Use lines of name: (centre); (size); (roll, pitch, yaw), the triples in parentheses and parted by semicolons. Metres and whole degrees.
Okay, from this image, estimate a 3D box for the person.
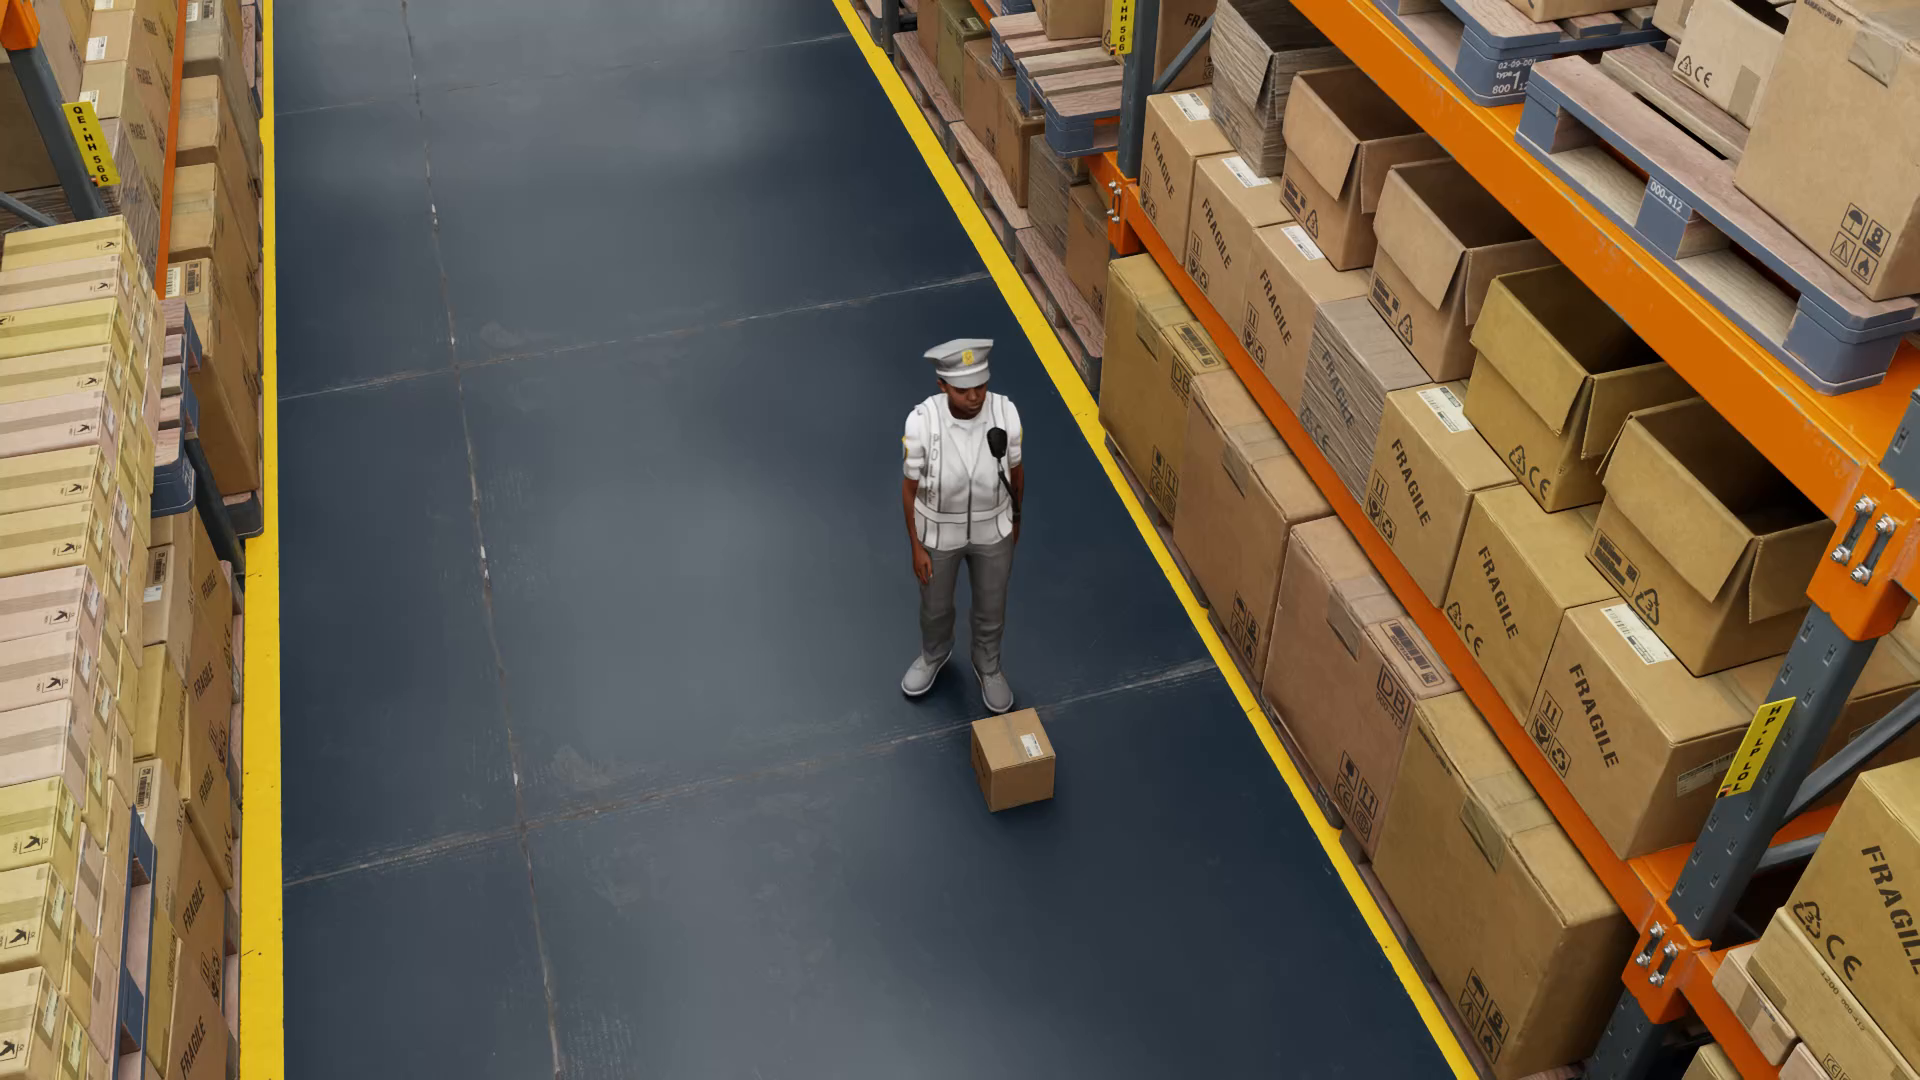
person: (0.004, -0.044, 6.156); (0.481, 1.701, 0.393); (-7, 43, -7)
